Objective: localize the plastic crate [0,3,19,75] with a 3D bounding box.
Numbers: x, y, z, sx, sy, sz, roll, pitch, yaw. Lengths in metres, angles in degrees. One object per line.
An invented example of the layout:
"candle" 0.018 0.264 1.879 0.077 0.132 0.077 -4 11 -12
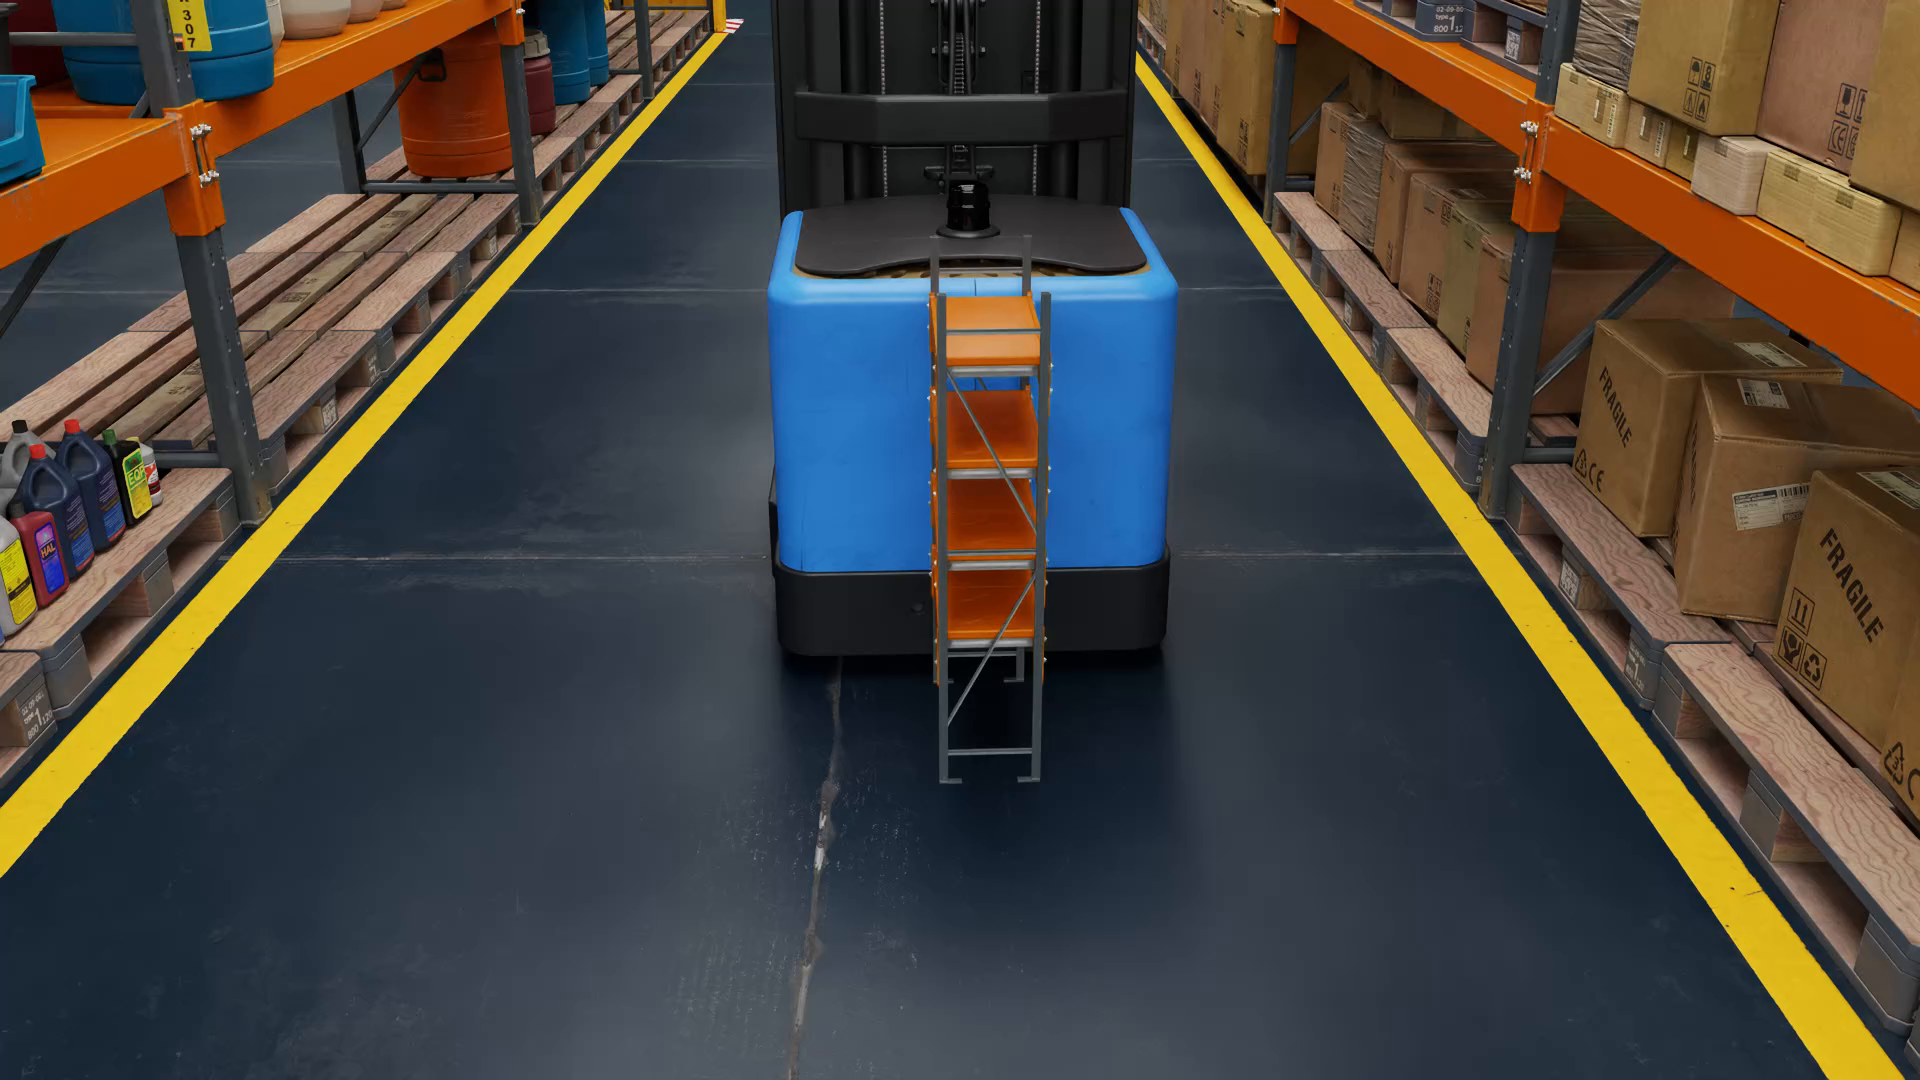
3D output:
"plastic crate" -2.869 -1.184 4.303 0.767 0.338 0.504 0 24 -1

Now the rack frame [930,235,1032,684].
"rack frame" 0.049 -0.171 4.171 0.240 1.200 0.015 -1 24 -2

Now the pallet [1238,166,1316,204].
"pallet" 2.228 -2.153 9.755 1.003 0.211 1.213 0 24 -1

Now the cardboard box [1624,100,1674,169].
"cardboard box" 1.927 -1.040 4.215 0.380 0.149 0.250 0 24 -1

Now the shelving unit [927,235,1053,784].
"shelving unit" 0.060 -0.070 3.949 0.258 1.200 0.503 -1 24 -2

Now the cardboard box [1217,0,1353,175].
"cardboard box" 2.175 -2.607 9.442 1.225 0.875 0.875 -1 24 -3

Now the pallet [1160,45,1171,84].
"pallet" 2.188 -3.790 13.374 1.003 0.211 1.213 0 24 -1

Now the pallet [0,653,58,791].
"pallet" -2.766 0.623 3.616 1.003 0.211 1.213 0 24 -1

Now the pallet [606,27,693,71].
"pallet" -2.898 -4.261 14.415 1.003 0.211 1.213 0 24 -1

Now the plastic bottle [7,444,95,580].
"plastic bottle" -2.450 -0.079 4.464 0.144 0.351 0.185 -1 24 -3

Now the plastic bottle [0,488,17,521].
"plastic bottle" -2.598 -0.034 4.455 0.152 0.276 0.135 0 24 -1

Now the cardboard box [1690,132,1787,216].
"cardboard box" 1.900 -0.834 3.759 0.380 0.149 0.250 0 24 -1

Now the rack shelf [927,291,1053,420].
"rack shelf" 0.060 -0.428 3.787 0.258 0.148 0.480 -1 24 -2

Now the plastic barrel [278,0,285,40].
"plastic barrel" -2.609 -1.911 6.004 0.301 0.262 0.301 0 24 0

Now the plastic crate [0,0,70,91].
"plastic crate" -3.059 -1.656 5.193 0.402 0.464 0.583 0 24 -1

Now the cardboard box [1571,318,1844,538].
"cardboard box" 2.169 -0.338 4.881 0.500 0.500 0.500 -1 24 -2

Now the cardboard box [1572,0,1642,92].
"cardboard box" 2.148 -1.446 4.325 0.875 0.500 0.500 0 24 -1

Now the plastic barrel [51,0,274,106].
"plastic barrel" -2.449 -1.817 5.020 0.600 0.901 0.708 0 24 -1

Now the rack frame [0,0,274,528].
"rack frame" -2.748 -1.428 4.768 1.000 3.000 0.127 0 24 -1

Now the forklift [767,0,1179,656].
"forklift" -0.027 -1.593 5.215 1.130 2.935 3.031 -1 24 -2

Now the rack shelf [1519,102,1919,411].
"rack shelf" 2.227 -0.299 3.143 1.077 0.370 4.000 0 24 -1

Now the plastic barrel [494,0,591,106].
"plastic barrel" -2.838 -3.444 11.262 0.600 0.901 0.708 0 24 -1

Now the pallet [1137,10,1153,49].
"pallet" 2.161 -4.796 15.597 1.003 0.211 1.213 0 24 -1

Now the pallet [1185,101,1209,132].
"pallet" 2.201 -3.159 11.978 1.003 0.211 1.213 0 24 -1

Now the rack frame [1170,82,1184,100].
"rack frame" 2.118 -4.747 12.106 1.000 3.000 0.127 0 24 -1

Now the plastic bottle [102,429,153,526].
"plastic bottle" -2.413 -0.194 4.802 0.061 0.283 0.133 1 24 2

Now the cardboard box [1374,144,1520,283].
"cardboard box" 2.221 -1.422 7.254 0.700 0.500 0.500 2 24 4

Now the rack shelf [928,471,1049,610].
"rack shelf" 0.060 -0.009 3.977 0.258 0.148 0.480 -1 24 -2

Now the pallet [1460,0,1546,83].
"pallet" 2.342 -1.679 5.555 1.003 0.211 1.213 0 24 -1

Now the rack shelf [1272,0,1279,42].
"rack shelf" 2.139 -3.595 10.432 1.077 0.370 4.000 0 24 -1

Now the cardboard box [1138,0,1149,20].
"cardboard box" 2.161 -5.355 15.519 0.875 0.875 0.875 0 24 -1

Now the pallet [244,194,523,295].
"pallet" -2.822 -1.487 8.281 1.003 0.211 1.213 0 24 -1

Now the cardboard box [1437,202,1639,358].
"cardboard box" 2.233 -0.962 6.236 0.700 0.500 0.500 0 24 -1

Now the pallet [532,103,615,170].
"pallet" -2.852 -2.632 10.814 1.003 0.211 1.213 0 24 -1

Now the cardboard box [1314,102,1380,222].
"cardboard box" 2.189 -1.884 8.276 0.700 0.500 0.500 -2 24 -3

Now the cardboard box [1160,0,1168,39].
"cardboard box" 2.181 -4.613 13.879 0.875 0.875 0.875 0 24 -1

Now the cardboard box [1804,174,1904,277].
"cardboard box" 1.936 -0.628 3.304 0.380 0.149 0.250 0 24 -1

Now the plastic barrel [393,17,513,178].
"plastic barrel" -2.814 -2.481 9.219 0.600 0.830 0.708 0 24 -1

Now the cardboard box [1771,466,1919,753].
"cardboard box" 2.268 0.153 3.794 0.500 0.500 0.500 -2 24 -5

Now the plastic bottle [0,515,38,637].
"plastic bottle" -2.447 0.054 4.170 0.144 0.351 0.185 0 24 -1

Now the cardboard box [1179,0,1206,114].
"cardboard box" 2.155 -3.338 11.060 1.225 0.875 0.875 -1 24 -2

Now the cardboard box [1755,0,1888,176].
"cardboard box" 2.224 -1.034 3.414 0.875 0.500 0.500 0 24 -1

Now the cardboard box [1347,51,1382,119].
"cardboard box" 2.199 -2.226 8.121 0.500 0.250 0.500 1 24 2

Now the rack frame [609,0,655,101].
"rack frame" -2.835 -4.725 12.057 1.000 3.000 0.127 0 24 -1

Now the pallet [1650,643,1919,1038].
"pallet" 2.264 0.601 3.666 1.003 0.211 1.213 0 24 -1

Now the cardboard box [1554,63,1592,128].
"cardboard box" 1.907 -1.246 4.670 0.380 0.149 0.250 0 24 -1

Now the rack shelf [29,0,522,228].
"rack shelf" -2.770 -1.925 6.738 1.077 0.370 4.000 0 24 -1

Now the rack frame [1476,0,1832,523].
"rack frame" 2.205 -1.451 4.817 1.000 3.000 0.127 0 24 -1

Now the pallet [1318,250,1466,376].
"pallet" 2.179 -1.005 7.215 1.003 0.211 1.213 0 24 -1

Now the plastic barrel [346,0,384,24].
"plastic barrel" -2.552 -2.366 6.676 0.433 0.535 0.433 0 24 0

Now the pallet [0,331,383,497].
"pallet" -2.795 -0.481 6.058 1.003 0.211 1.213 0 24 -1
